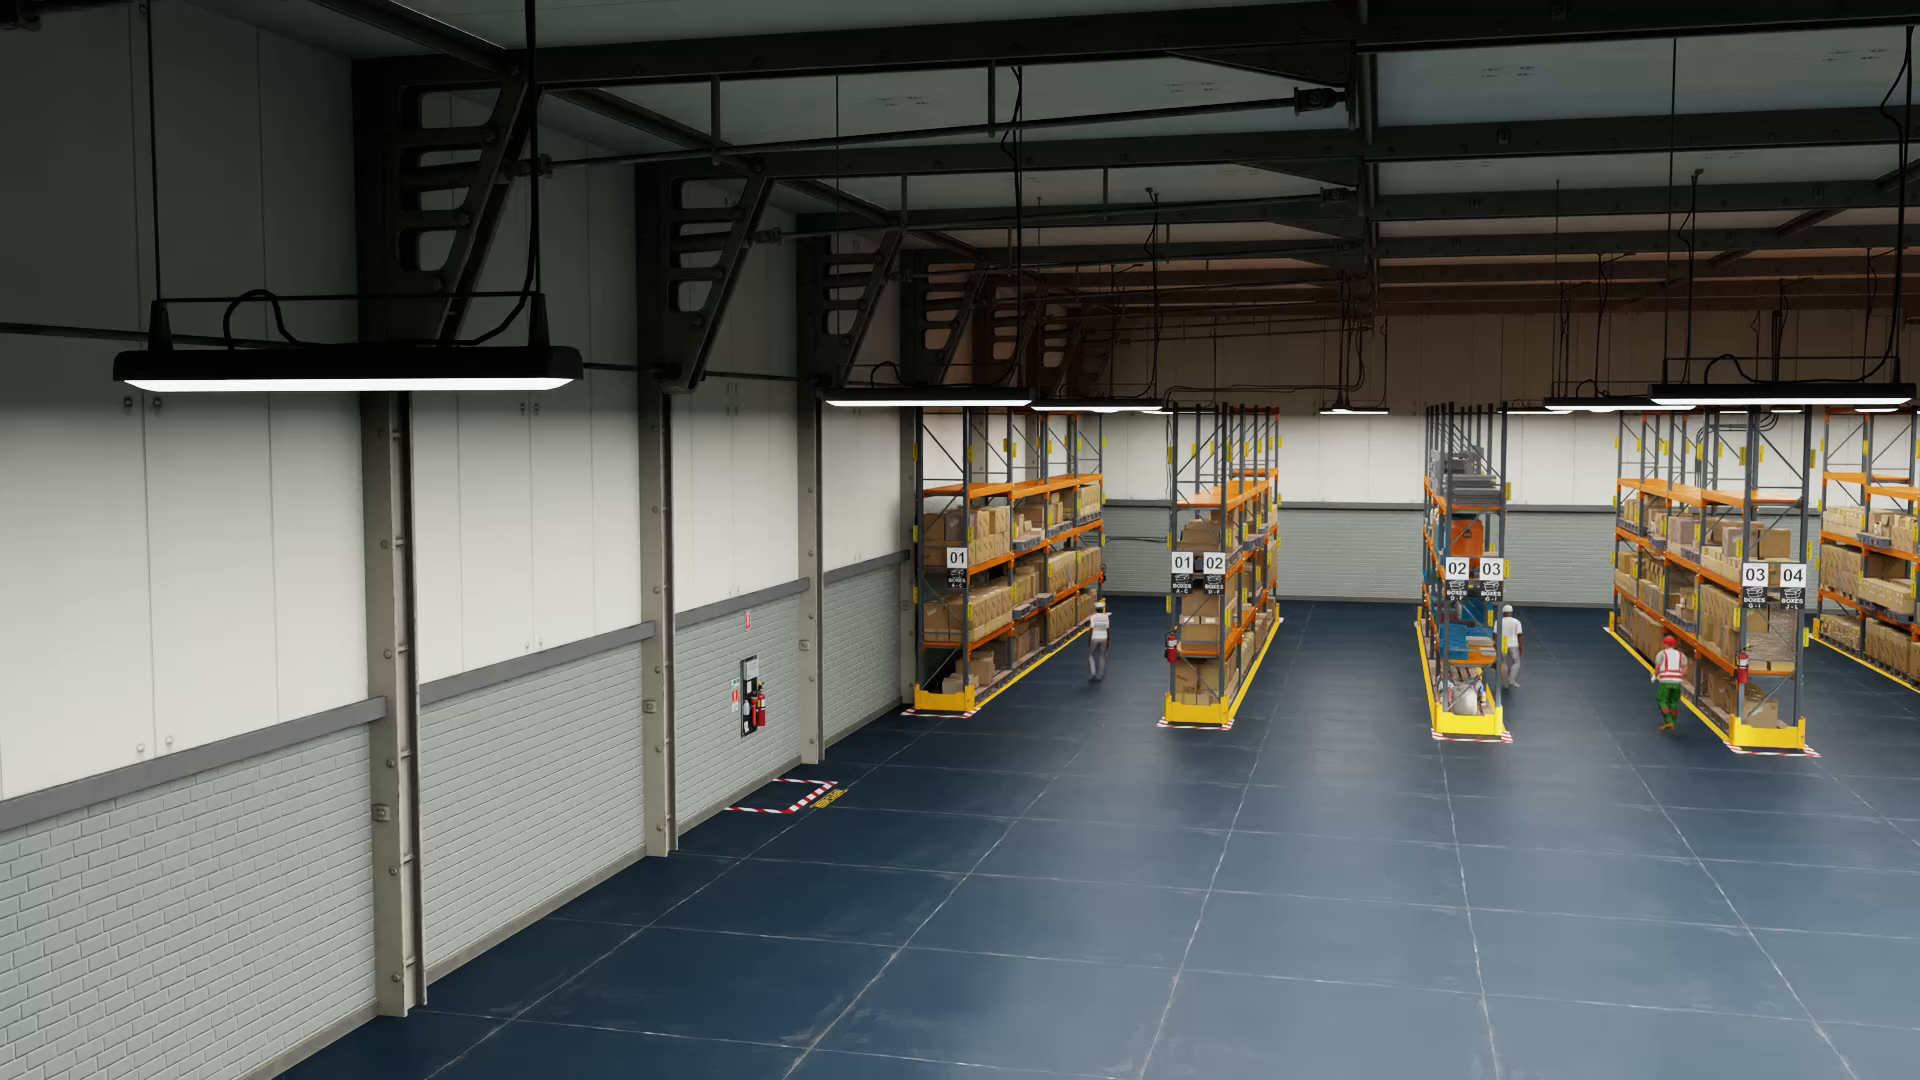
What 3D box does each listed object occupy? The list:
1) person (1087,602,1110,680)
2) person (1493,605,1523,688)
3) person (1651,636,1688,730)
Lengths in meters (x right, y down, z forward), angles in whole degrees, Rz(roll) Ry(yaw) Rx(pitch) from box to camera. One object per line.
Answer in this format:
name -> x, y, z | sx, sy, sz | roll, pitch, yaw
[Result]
person -> 3.023, 2.224, 36.343 | 0.500, 1.709, 0.361 | -1, 4, -12
person -> 11.577, 2.257, 35.138 | 0.597, 1.760, 0.508 | 2, 5, 25
person -> 13.033, 2.630, 30.406 | 0.620, 1.701, 0.857 | 0, 4, 6
